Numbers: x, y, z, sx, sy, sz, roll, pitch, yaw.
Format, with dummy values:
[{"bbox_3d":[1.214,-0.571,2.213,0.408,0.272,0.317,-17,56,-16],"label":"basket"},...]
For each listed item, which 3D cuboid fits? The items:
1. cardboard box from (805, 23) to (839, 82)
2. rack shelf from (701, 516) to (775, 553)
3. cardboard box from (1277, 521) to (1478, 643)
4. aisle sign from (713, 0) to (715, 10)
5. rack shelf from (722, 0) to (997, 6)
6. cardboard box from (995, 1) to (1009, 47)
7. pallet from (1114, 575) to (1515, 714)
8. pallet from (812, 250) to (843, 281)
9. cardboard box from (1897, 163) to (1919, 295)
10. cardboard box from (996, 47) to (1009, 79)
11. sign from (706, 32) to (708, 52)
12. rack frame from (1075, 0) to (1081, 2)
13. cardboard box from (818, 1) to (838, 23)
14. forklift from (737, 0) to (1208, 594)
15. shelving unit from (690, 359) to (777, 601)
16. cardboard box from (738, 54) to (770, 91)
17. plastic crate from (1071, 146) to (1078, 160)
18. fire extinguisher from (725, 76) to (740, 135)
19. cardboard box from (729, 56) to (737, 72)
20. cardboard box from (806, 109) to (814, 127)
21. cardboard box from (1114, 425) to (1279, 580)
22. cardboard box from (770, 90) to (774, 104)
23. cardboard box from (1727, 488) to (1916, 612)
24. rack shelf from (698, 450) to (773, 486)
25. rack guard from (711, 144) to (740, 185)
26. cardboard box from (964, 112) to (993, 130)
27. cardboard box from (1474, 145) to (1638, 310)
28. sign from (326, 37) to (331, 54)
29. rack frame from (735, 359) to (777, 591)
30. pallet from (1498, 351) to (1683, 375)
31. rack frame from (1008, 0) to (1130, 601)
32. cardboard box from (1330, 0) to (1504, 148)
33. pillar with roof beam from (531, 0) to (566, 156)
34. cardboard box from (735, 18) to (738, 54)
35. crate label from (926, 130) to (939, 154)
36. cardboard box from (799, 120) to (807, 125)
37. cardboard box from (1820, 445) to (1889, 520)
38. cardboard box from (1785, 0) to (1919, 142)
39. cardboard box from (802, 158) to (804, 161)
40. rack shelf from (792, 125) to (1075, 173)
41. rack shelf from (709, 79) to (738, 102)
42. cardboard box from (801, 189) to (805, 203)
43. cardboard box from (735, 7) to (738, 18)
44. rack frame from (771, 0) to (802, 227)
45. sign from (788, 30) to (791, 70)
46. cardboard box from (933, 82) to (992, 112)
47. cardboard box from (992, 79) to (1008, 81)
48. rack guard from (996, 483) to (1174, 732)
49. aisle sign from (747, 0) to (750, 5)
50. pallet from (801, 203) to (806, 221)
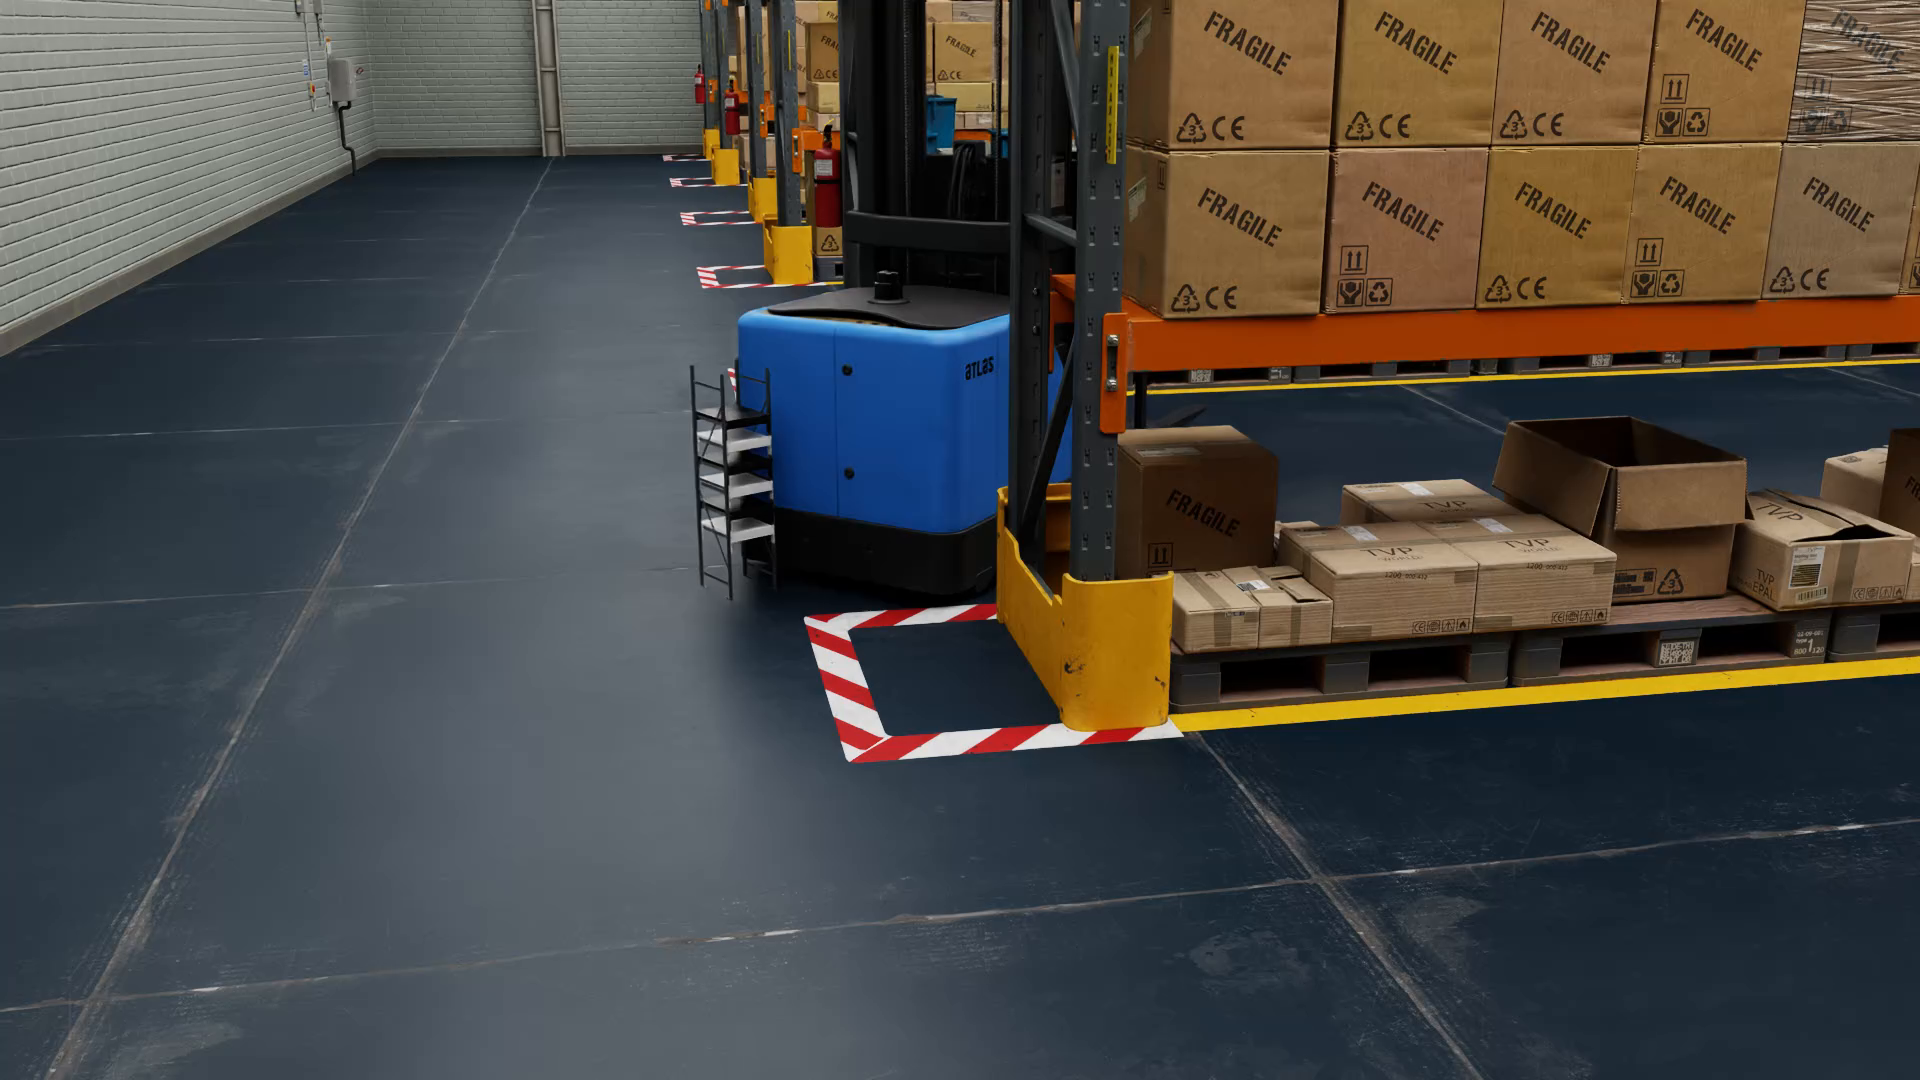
[{"bbox_3d":[-1.114,-4.380,14.918,0.500,0.500,0.500,-3,17,-10],"label":"cardboard box"},{"bbox_3d":[-0.888,-0.033,6.595,0.200,0.077,0.258,-14,22,-37],"label":"rack shelf"},{"bbox_3d":[1.411,0.136,5.679,0.500,0.250,0.500,-3,17,-10],"label":"cardboard box"},{"bbox_3d":[-3.552,-8.033,23.912,0.004,0.787,0.394,-3,17,-10],"label":"aisle sign"},{"bbox_3d":[-1.459,-7.906,24.044,4.000,0.370,1.077,-3,17,-10],"label":"rack shelf"},{"bbox_3d":[0.626,-6.040,19.471,0.500,0.500,0.500,-4,17,-12],"label":"cardboard box"},{"bbox_3d":[1.190,0.292,5.985,1.213,0.211,1.003,-3,17,-10],"label":"pallet"},{"bbox_3d":[-0.773,-2.582,15.343,1.213,0.211,1.003,-3,17,-10],"label":"pallet"},{"bbox_3d":[3.312,-1.132,5.701,0.500,0.500,0.500,-3,17,-9],"label":"cardboard box"},{"bbox_3d":[0.611,-5.559,19.610,0.500,0.500,0.500,-4,17,-12],"label":"cardboard box"},{"bbox_3d":[-4.265,-8.393,28.038,0.005,0.325,0.100,-3,17,-10],"label":"sign"},{"bbox_3d":[1.543,-5.506,20.114,0.127,3.000,1.000,-3,17,-10],"label":"rack frame"},{"bbox_3d":[-1.399,-5.930,19.113,0.500,0.500,0.500,-3,17,-9],"label":"cardboard box"},{"bbox_3d":[0.277,-1.573,7.426,1.130,2.935,3.031,10,20,29],"label":"forklift"},{"bbox_3d":[-0.888,-0.237,6.533,0.210,0.900,0.258,-14,22,-37],"label":"shelving unit"},{"bbox_3d":[-2.897,-6.697,23.819,0.500,0.500,0.500,-3,17,-11],"label":"cardboard box"},{"bbox_3d":[0.698,-2.274,9.935,0.298,0.136,0.250,-3,17,-10],"label":"plastic crate"},{"bbox_3d":[-2.719,-5.187,19.842,0.183,0.674,0.296,-3,17,-10],"label":"fire extinguisher"},{"bbox_3d":[-3.871,-8.154,28.482,0.500,0.250,0.500,-3,17,-10],"label":"cardboard box"},{"bbox_3d":[-1.256,-3.843,15.125,0.250,0.149,0.380,-3,17,-9],"label":"cardboard box"},{"bbox_3d":[0.820,-0.109,6.049,0.500,0.500,0.500,-3,17,-10],"label":"cardboard box"},{"bbox_3d":[-2.118,-5.263,19.750,0.250,0.149,0.380,-3,17,-10],"label":"cardboard box"},{"bbox_3d":[3.018,0.015,5.967,0.500,0.311,0.500,-3,17,-10],"label":"cardboard box"},{"bbox_3d":[-0.888,-0.291,6.516,0.200,0.077,0.258,-14,22,-37],"label":"rack shelf"},{"bbox_3d":[-3.446,-5.509,24.379,0.348,0.500,1.175,-3,17,-10],"label":"rack guard"},{"bbox_3d":[0.130,-3.725,14.742,0.250,0.149,0.380,-3,17,-11],"label":"cardboard box"},{"bbox_3d":[1.817,-1.046,5.422,0.500,0.500,0.500,-3,17,-11],"label":"cardboard box"},{"bbox_3d":[-9.403,-7.365,24.759,0.001,0.242,0.339,-3,17,-10],"label":"sign"},{"bbox_3d":[-0.809,-0.256,6.595,0.006,0.900,0.240,-14,22,-37],"label":"rack frame"},{"bbox_3d":[4.090,-1.341,11.302,1.213,0.211,1.003,-3,17,-10],"label":"pallet"},{"bbox_3d":[0.333,-0.992,5.417,0.127,3.000,1.000,-3,17,-10],"label":"rack frame"},{"bbox_3d":[1.330,-1.498,5.190,0.500,0.500,0.500,-3,17,-10],"label":"cardboard box"},{"bbox_3d":[-6.370,-9.872,24.110,0.400,9.000,9.100,-3,17,-10],"label":"pillar with roof beam"},{"bbox_3d":[-2.995,-7.326,24.166,0.500,0.500,0.500,-3,17,-9],"label":"cardboard box"},{"bbox_3d":[-0.298,-2.288,9.818,0.303,0.233,0.416,-3,17,-10],"label":"crate label"},{"bbox_3d":[-2.903,-7.185,29.120,0.500,0.500,0.700,-3,17,-8],"label":"cardboard box"},{"bbox_3d":[3.807,-0.179,6.599,0.500,0.311,0.500,-3,17,-10],"label":"cardboard box"},{"bbox_3d":[2.815,-1.581,5.459,0.500,0.500,0.500,-3,17,-10],"label":"cardboard box"},{"bbox_3d":[-1.913,-4.509,19.992,0.250,0.149,0.380,-3,17,-10],"label":"cardboard box"},{"bbox_3d":[0.421,-3.616,15.183,4.000,0.370,1.077,-3,17,-10],"label":"rack shelf"},{"bbox_3d":[-2.404,-7.903,29.143,4.000,0.370,1.077,-3,17,-10],"label":"rack shelf"},{"bbox_3d":[-1.809,-4.058,19.540,0.250,0.149,0.380,-3,17,-9],"label":"cardboard box"},{"bbox_3d":[-3.108,-7.619,24.012,0.250,0.149,0.380,-3,17,-10],"label":"cardboard box"},{"bbox_3d":[-1.543,-3.848,14.715,0.127,3.000,1.000,-3,17,-10],"label":"rack frame"},{"bbox_3d":[-1.443,-4.140,14.054,0.005,0.325,0.100,-3,17,-10],"label":"sign"},{"bbox_3d":[-0.017,-3.925,14.715,0.500,0.250,0.500,-4,17,-12],"label":"cardboard box"},{"bbox_3d":[0.391,-4.109,15.313,0.500,0.250,0.500,-3,17,-10],"label":"cardboard box"},{"bbox_3d":[0.407,0.198,5.797,0.348,0.500,1.175,-3,17,-10],"label":"rack guard"},{"bbox_3d":[-2.399,-6.436,18.712,0.004,0.787,0.394,-3,17,-10],"label":"aisle sign"},{"bbox_3d":[-1.506,-3.990,19.926,1.213,0.211,1.003,-3,17,-10],"label":"pallet"}]
